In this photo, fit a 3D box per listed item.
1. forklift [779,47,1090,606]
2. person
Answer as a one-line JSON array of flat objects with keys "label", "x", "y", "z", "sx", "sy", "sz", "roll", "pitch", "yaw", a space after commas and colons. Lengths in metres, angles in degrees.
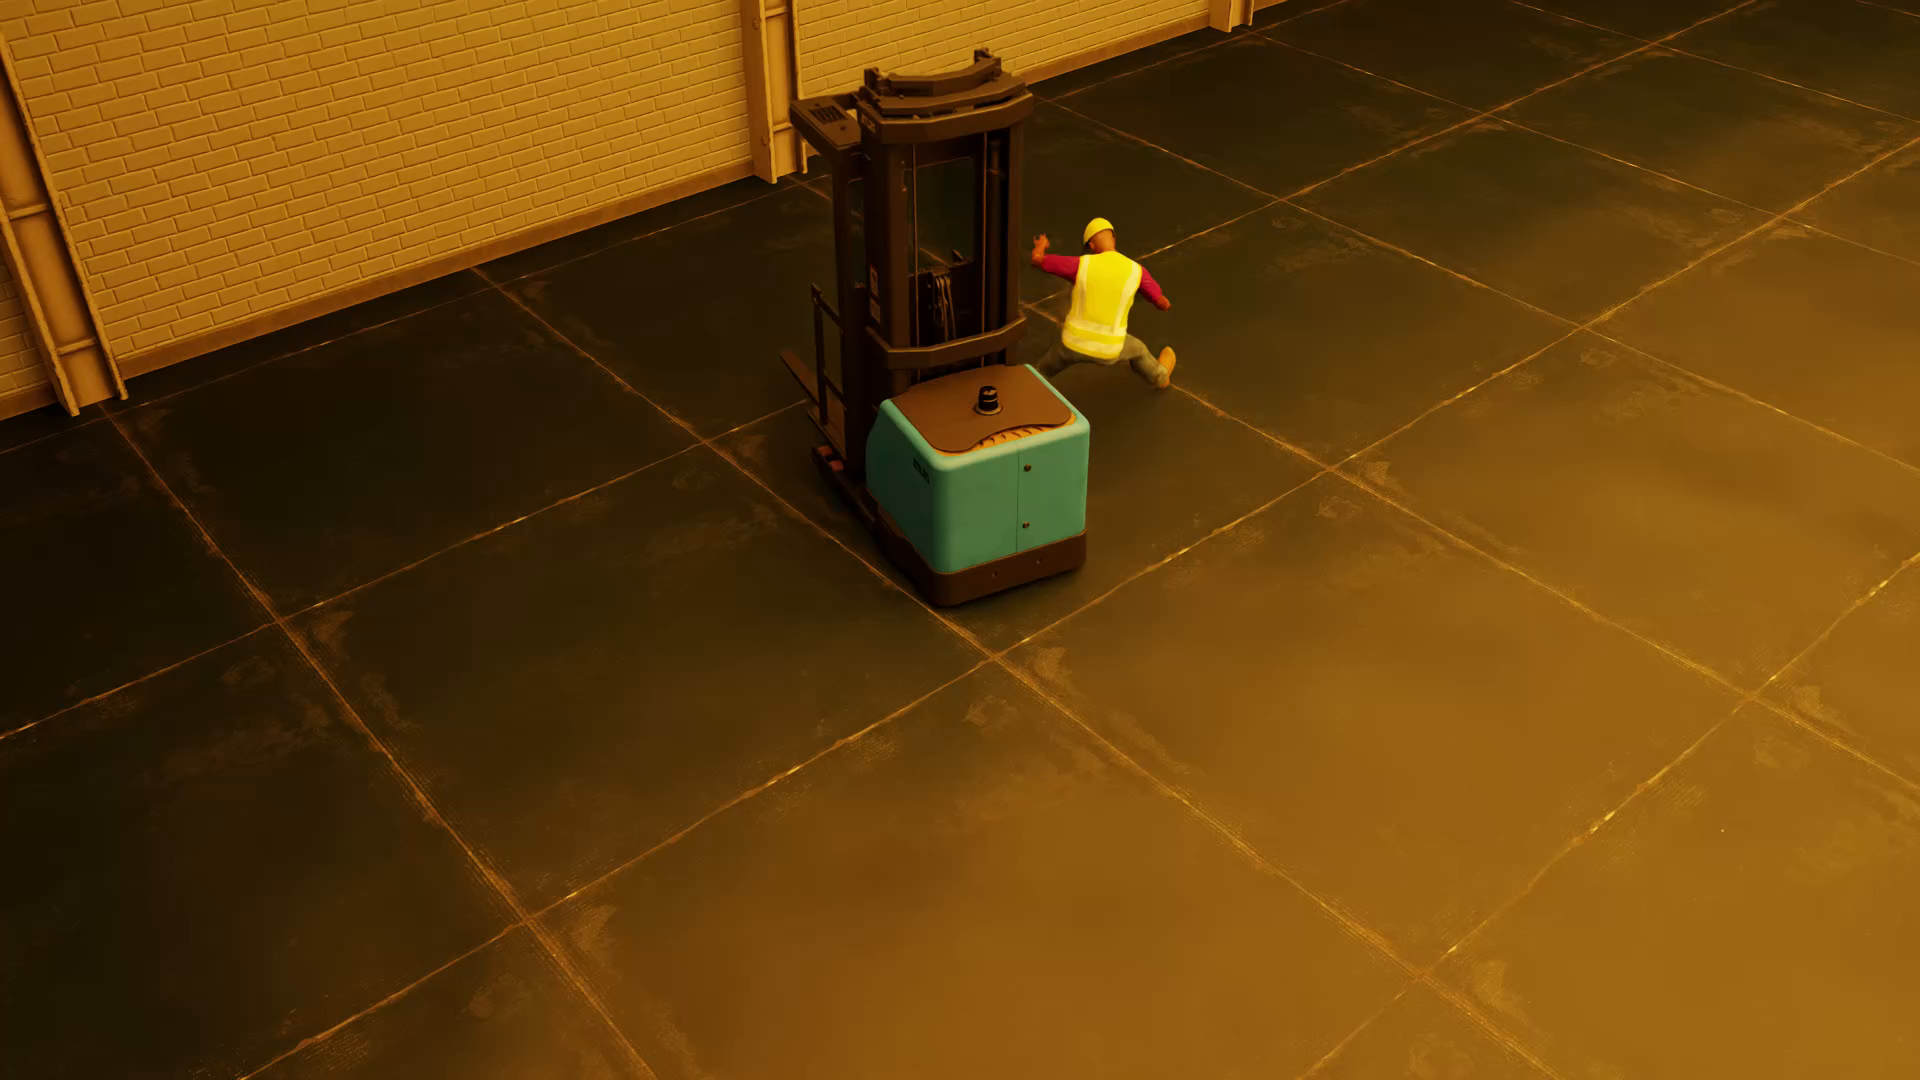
[{"label": "forklift", "x": -0.333, "y": -1.650, "z": 10.270, "sx": 1.130, "sy": 2.935, "sz": 3.031, "roll": -16, "pitch": 39, "yaw": -21}, {"label": "person", "x": 0.904, "y": -1.503, "z": 11.369, "sx": 1.182, "sy": 1.410, "sz": 0.967, "roll": 5, "pitch": 37, "yaw": 7}]
